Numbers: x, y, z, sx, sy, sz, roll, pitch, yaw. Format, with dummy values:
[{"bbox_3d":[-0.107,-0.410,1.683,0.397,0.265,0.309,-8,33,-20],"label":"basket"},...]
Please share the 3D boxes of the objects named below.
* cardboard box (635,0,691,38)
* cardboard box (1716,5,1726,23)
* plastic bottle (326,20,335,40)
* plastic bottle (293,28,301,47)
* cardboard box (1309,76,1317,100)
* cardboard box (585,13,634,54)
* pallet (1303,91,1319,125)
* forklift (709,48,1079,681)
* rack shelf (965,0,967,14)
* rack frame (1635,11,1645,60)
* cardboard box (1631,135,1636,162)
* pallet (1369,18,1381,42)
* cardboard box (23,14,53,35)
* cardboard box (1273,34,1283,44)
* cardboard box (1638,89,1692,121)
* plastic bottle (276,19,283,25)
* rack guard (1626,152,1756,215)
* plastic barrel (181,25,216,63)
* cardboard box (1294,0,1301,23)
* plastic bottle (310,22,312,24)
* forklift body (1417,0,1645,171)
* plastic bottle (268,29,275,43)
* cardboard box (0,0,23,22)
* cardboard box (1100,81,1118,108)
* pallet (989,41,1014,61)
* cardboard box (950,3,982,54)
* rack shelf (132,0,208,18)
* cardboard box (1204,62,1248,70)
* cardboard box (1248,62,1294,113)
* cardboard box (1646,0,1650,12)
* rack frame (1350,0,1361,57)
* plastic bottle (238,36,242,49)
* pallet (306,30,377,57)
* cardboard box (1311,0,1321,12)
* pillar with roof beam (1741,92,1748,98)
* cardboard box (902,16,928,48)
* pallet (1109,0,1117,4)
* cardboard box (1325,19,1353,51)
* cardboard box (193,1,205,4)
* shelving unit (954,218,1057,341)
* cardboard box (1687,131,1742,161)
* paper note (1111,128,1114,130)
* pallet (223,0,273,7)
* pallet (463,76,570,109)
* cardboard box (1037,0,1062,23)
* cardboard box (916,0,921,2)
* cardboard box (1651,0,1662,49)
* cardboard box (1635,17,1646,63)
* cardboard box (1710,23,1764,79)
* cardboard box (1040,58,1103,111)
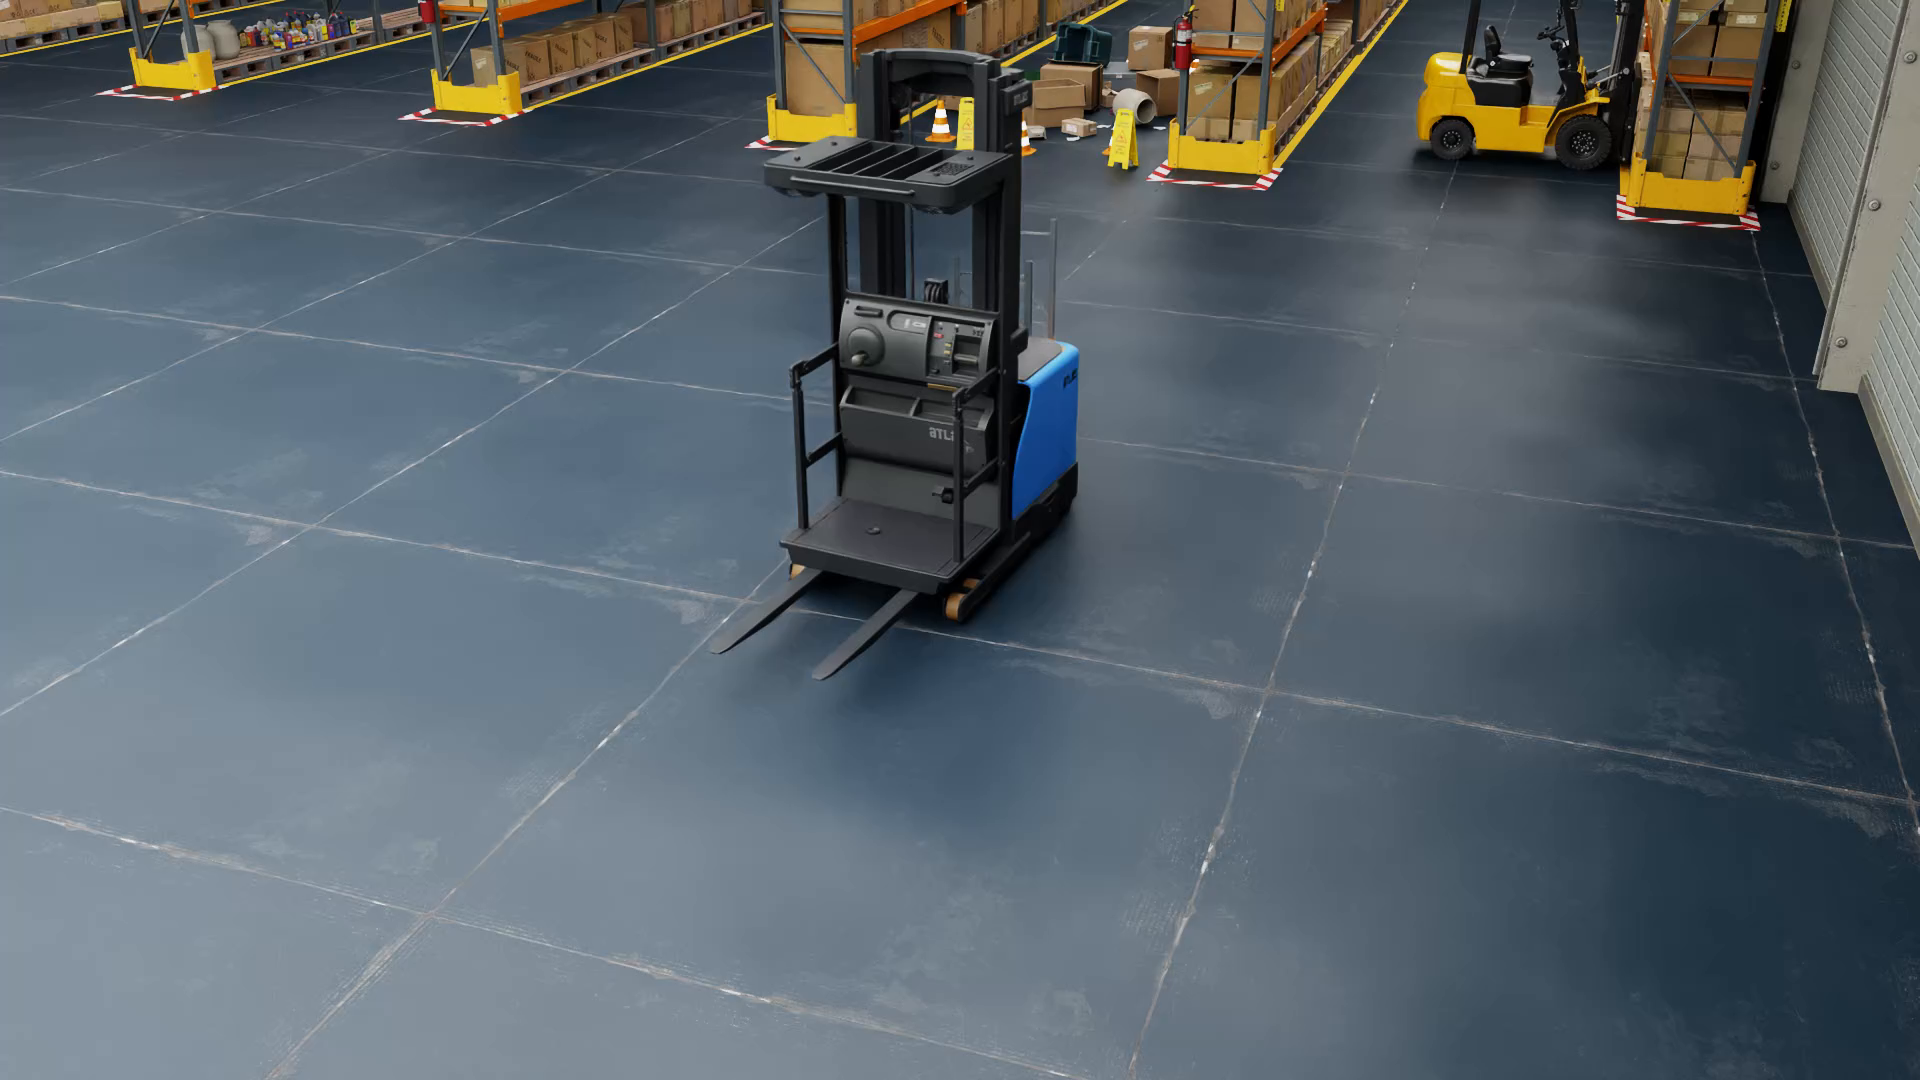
[{"bbox_3d":[-4.661,-8.179,26.065,0.700,0.500,0.500,9,27,17],"label":"cardboard box"},{"bbox_3d":[8.014,-5.414,17.131,0.380,0.149,0.250,9,27,17],"label":"cardboard box"},{"bbox_3d":[-9.754,-7.899,25.735,0.061,0.283,0.133,11,28,21],"label":"plastic bottle"},{"bbox_3d":[-10.019,-7.590,25.111,0.097,0.271,0.097,0,26,0],"label":"plastic bottle"},{"bbox_3d":[4.340,-5.896,21.659,0.500,0.250,0.500,10,28,20],"label":"cardboard box"},{"bbox_3d":[-5.233,-7.569,24.828,0.500,0.500,0.500,8,27,16],"label":"cardboard box"},{"bbox_3d":[4.093,-5.691,21.761,1.003,0.211,1.213,9,27,17],"label":"pallet"},{"bbox_3d":[-0.339,-1.077,9.112,1.130,2.935,3.031,12,28,23],"label":"forklift"},{"bbox_3d":[0.248,-8.401,24.985,1.077,0.370,4.000,9,27,17],"label":"rack shelf"},{"bbox_3d":[10.297,-8.152,23.646,1.000,3.000,0.127,9,27,17],"label":"rack frame"},{"bbox_3d":[7.667,-4.258,18.276,0.500,0.250,0.500,9,27,17],"label":"cardboard box"},{"bbox_3d":[6.356,-8.428,27.415,1.003,0.211,1.213,9,27,17],"label":"pallet"},{"bbox_3d":[-14.844,-8.214,26.446,0.500,0.250,0.500,9,27,17],"label":"cardboard box"},{"bbox_3d":[3.496,-5.783,19.039,0.380,0.149,0.250,8,27,16],"label":"cardboard box"},{"bbox_3d":[7.658,-4.711,18.065,0.500,0.250,0.500,9,27,18],"label":"cardboard box"},{"bbox_3d":[-10.549,-7.947,25.833,0.061,0.283,0.133,10,28,20],"label":"plastic bottle"},{"bbox_3d":[7.626,-3.730,17.380,1.175,0.500,0.348,9,27,17],"label":"rack guard"},{"bbox_3d":[-10.917,-7.089,23.823,0.421,0.512,0.421,0,26,0],"label":"plastic barrel"},{"bbox_3d":[3.709,-6.339,19.445,0.500,0.500,0.500,8,27,16],"label":"cardboard box"},{"bbox_3d":[-9.951,-7.844,25.621,0.061,0.283,0.133,9,27,17],"label":"plastic bottle"},{"bbox_3d":[6.545,-5.527,19.196,2.313,2.155,1.214,9,27,17],"label":"forklift body"},{"bbox_3d":[-10.530,-7.721,25.461,0.097,0.201,0.097,0,26,0],"label":"plastic bottle"},{"bbox_3d":[-15.026,-8.348,25.863,0.500,0.500,0.500,9,27,17],"label":"cardboard box"},{"bbox_3d":[1.988,-5.973,22.281,0.258,0.266,0.396,-9,27,-18],"label":"cardboard box"},{"bbox_3d":[0.172,-7.479,25.455,1.003,0.211,1.213,9,27,17],"label":"pallet"},{"bbox_3d":[-0.296,-7.348,24.083,1.050,0.750,0.750,9,27,17],"label":"cardboard box"},{"bbox_3d":[-10.398,-8.237,24.645,1.077,0.370,4.000,9,27,17],"label":"rack shelf"},{"bbox_3d":[3.144,-5.454,19.885,0.500,0.500,0.500,10,28,19],"label":"cardboard box"},{"bbox_3d":[3.659,-5.389,19.750,0.500,0.500,0.500,8,27,16],"label":"cardboard box"},{"bbox_3d":[9.049,-6.894,21.218,0.500,0.250,0.500,9,27,17],"label":"cardboard box"},{"bbox_3d":[5.615,-8.871,25.129,1.000,3.000,0.127,9,27,17],"label":"rack frame"},{"bbox_3d":[-10.866,-7.495,24.995,0.097,0.201,0.097,0,26,0],"label":"plastic bottle"},{"bbox_3d":[-9.995,-7.857,26.236,1.003,0.211,1.213,9,27,17],"label":"pallet"},{"bbox_3d":[4.387,-6.834,21.211,0.380,0.149,0.250,9,27,19],"label":"cardboard box"},{"bbox_3d":[6.653,-10.810,22.251,9.100,9.000,0.400,9,27,17],"label":"pillar with roof beam"},{"bbox_3d":[-0.990,-6.517,22.223,0.875,0.875,0.875,9,27,18],"label":"cardboard box"},{"bbox_3d":[2.434,-10.217,31.109,1.003,0.211,1.213,9,27,17],"label":"pallet"},{"bbox_3d":[5.417,-7.646,25.134,0.950,0.372,0.625,7,27,14],"label":"cardboard box"},{"bbox_3d":[-13.693,-9.606,29.322,0.500,0.250,0.500,8,27,16],"label":"cardboard box"},{"bbox_3d":[0.313,-1.317,11.248,0.587,1.500,1.083,5,26,10],"label":"shelving unit"},{"bbox_3d":[7.987,-4.204,17.591,0.500,0.250,0.500,9,27,18],"label":"cardboard box"},{"bbox_3d":[1.934,-5.180,20.937,0.032,0.001,0.123,9,27,17],"label":"paper note"},{"bbox_3d":[-13.382,-10.158,30.988,1.003,0.211,1.213,9,27,17],"label":"pallet"},{"bbox_3d":[-6.064,-6.125,22.658,1.003,0.211,1.213,9,27,17],"label":"pallet"},{"bbox_3d":[1.389,-8.865,27.503,0.500,0.500,0.500,8,27,15],"label":"cardboard box"},{"bbox_3d":[-0.982,-7.383,21.885,0.875,0.550,0.550,9,27,17],"label":"cardboard box"},{"bbox_3d":[8.059,-5.781,18.633,0.500,0.500,0.500,9,27,18],"label":"cardboard box"},{"bbox_3d":[10.076,-7.018,23.546,0.875,0.625,0.625,10,27,19],"label":"cardboard box"},{"bbox_3d":[8.061,-5.073,17.171,0.500,0.500,0.500,10,27,19],"label":"cardboard box"},{"bbox_3d":[1.453,-5.995,21.899,0.797,0.637,0.503,9,27,17],"label":"cardboard box"}]
